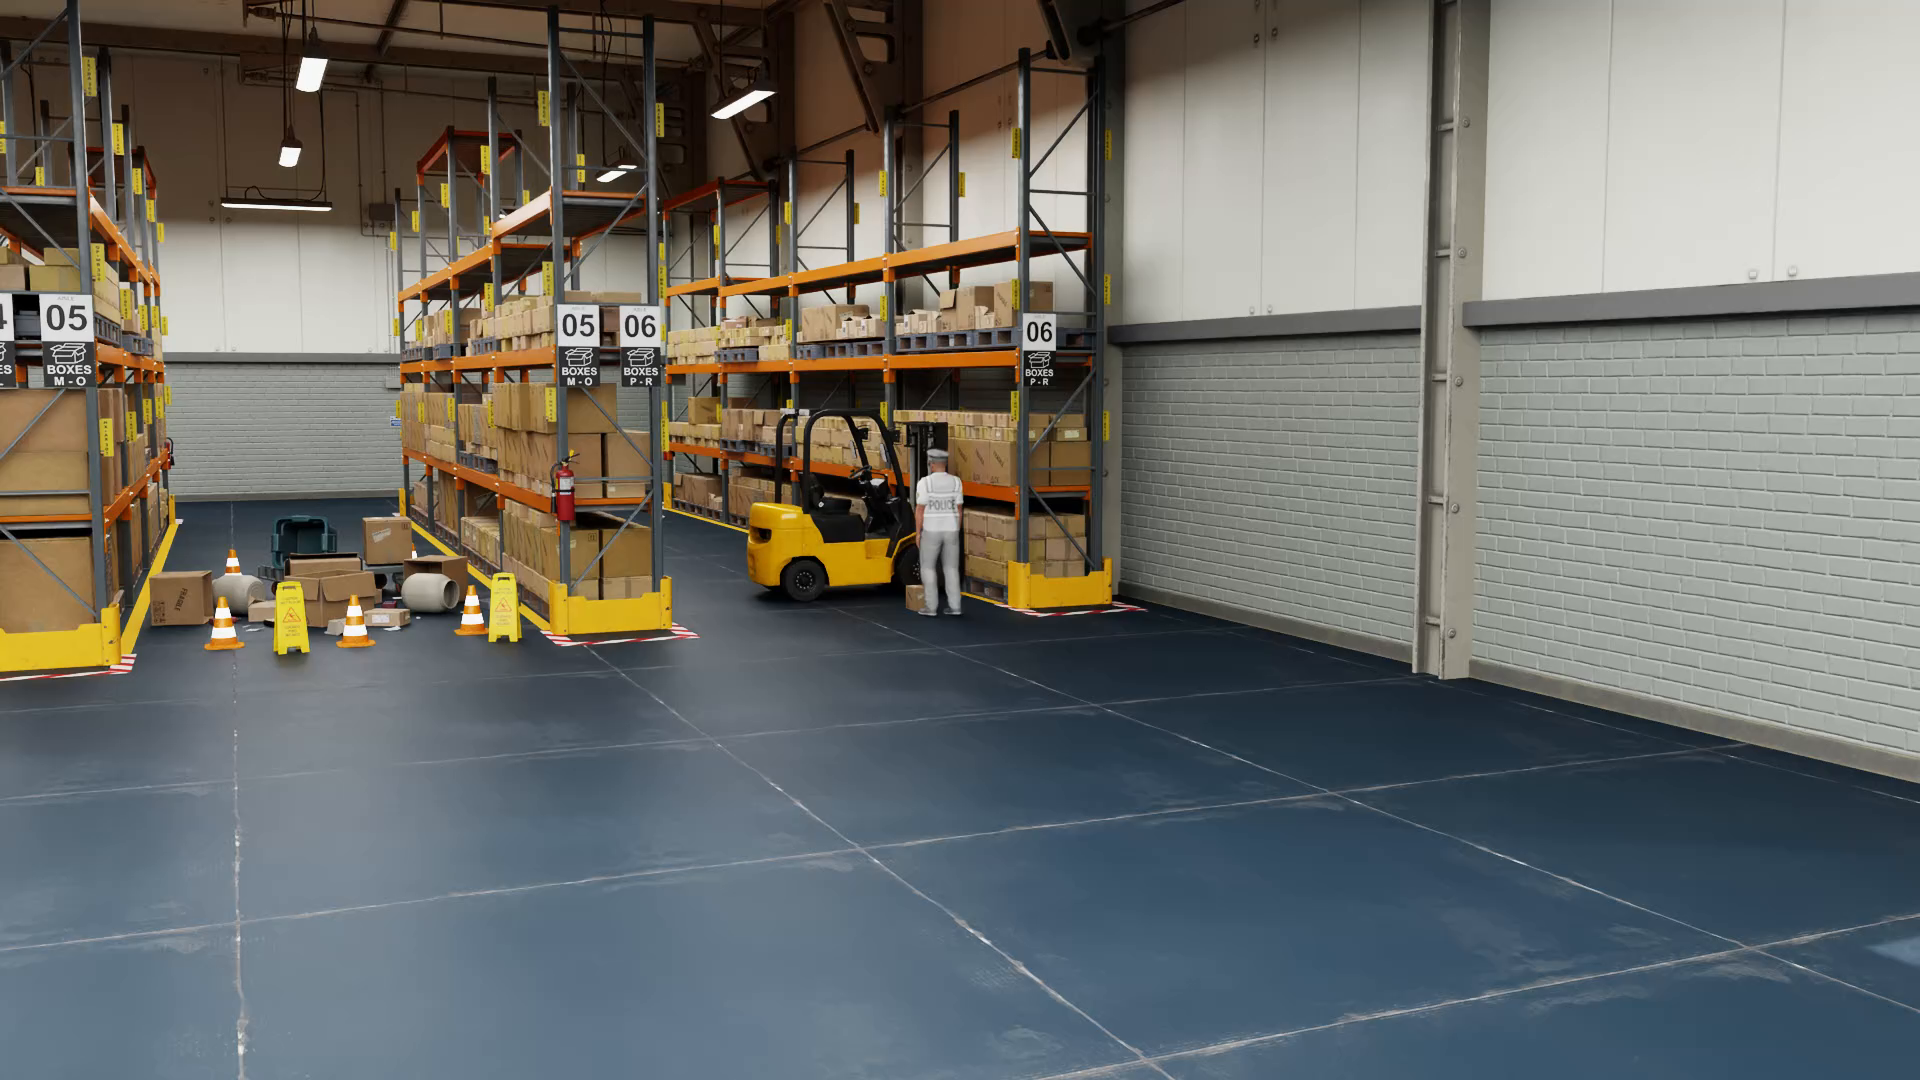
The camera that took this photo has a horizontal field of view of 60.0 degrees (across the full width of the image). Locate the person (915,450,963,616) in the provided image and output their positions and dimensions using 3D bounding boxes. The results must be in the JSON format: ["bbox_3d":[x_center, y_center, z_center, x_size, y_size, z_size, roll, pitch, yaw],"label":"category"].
[{"bbox_3d":[-0.237,-0.072,17.531,0.527,1.752,0.393,-2,6,-22],"label":"person"}]
